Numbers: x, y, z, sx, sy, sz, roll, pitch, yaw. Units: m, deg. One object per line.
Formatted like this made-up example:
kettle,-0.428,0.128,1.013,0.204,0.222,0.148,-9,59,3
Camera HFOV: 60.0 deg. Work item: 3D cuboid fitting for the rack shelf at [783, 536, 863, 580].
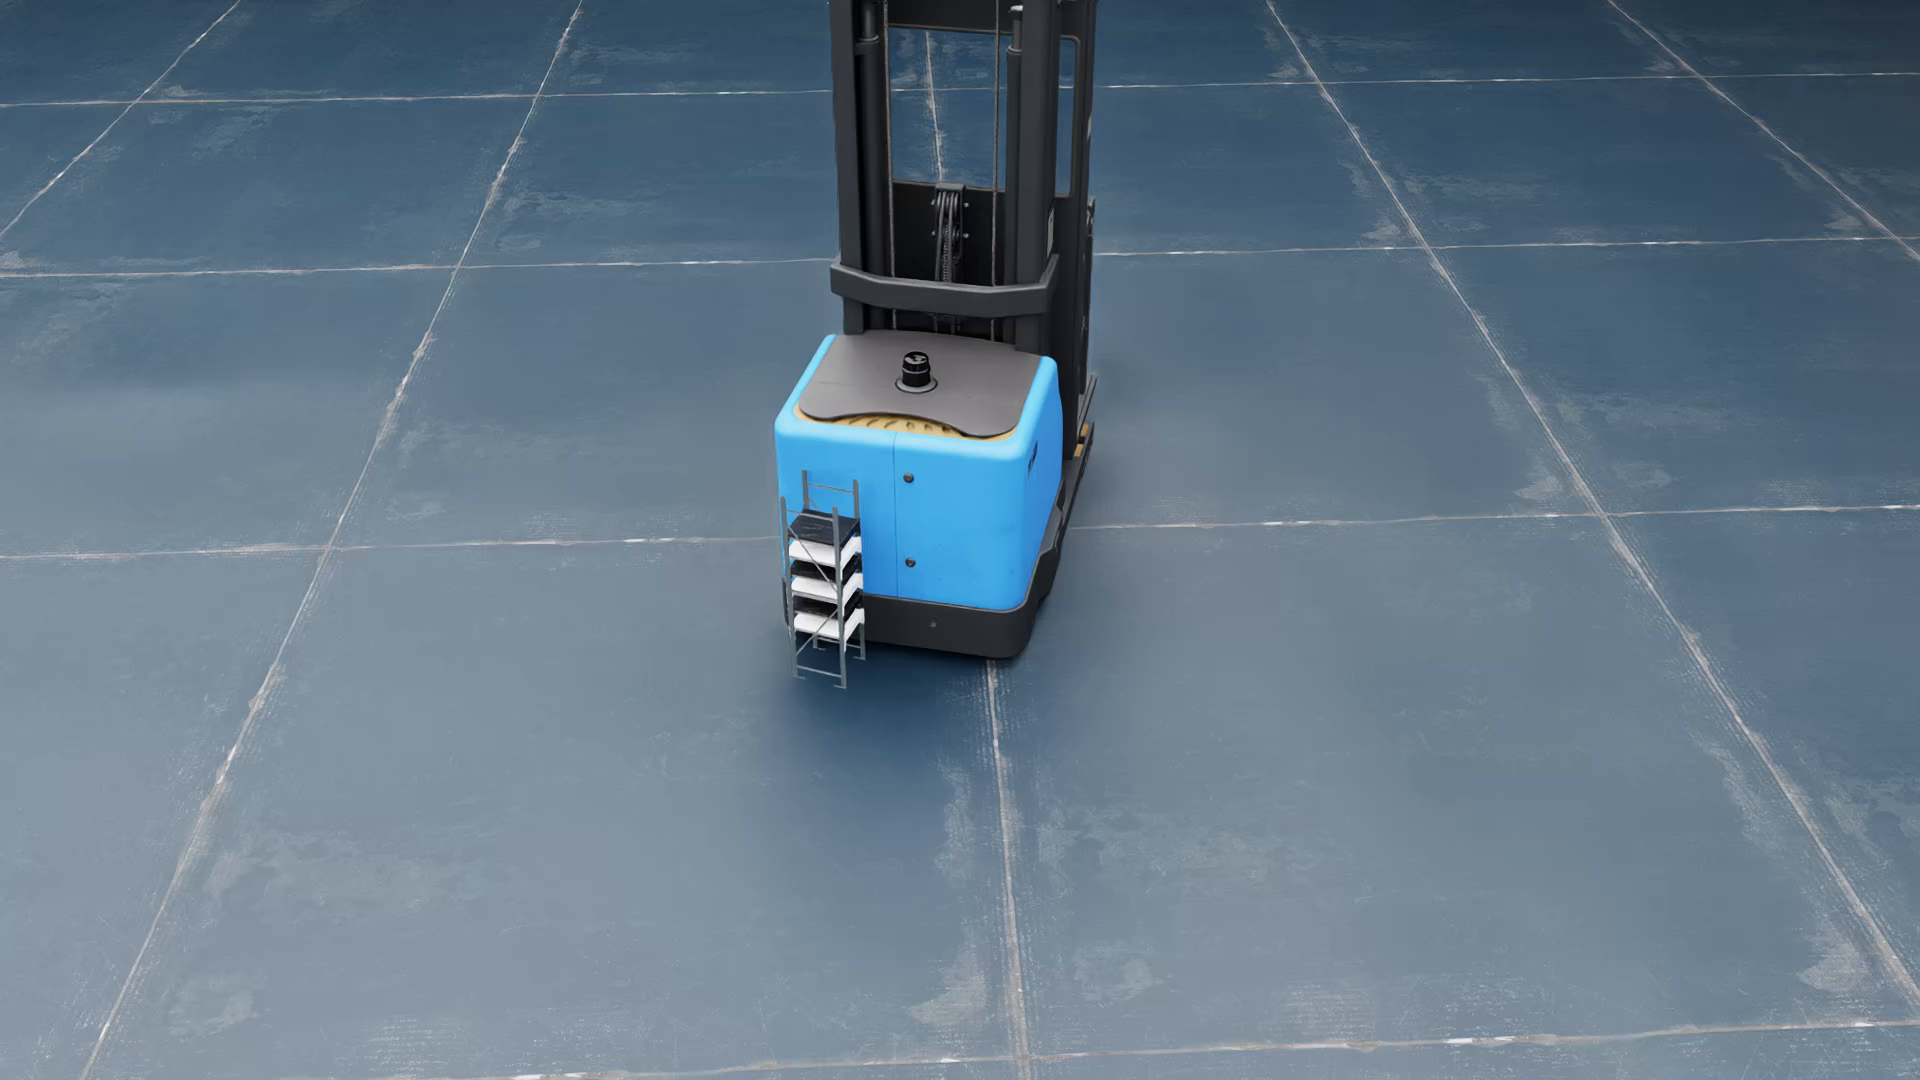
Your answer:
rack shelf,-0.546,0.048,6.632,0.258,0.077,0.200,11,36,16

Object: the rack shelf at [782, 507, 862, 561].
rack shelf,-0.546,-0.026,6.581,0.258,0.077,0.200,11,36,16

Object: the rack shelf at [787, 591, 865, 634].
rack shelf,-0.546,0.270,6.786,0.258,0.077,0.200,11,36,16

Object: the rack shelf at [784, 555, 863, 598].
rack shelf,-0.546,0.122,6.683,0.258,0.077,0.200,11,36,16

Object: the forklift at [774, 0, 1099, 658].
forklift,0.058,-1.548,7.412,1.130,2.935,3.031,7,35,10

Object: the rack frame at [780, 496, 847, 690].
rack frame,-0.581,0.223,6.637,0.240,0.900,0.006,11,36,16

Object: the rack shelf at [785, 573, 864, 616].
rack shelf,-0.546,0.196,6.734,0.258,0.077,0.200,11,36,16

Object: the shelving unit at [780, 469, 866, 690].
shelving unit,-0.546,0.169,6.715,0.258,0.900,0.210,11,36,16

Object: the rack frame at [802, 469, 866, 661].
rack frame,-0.512,0.114,6.794,0.240,0.900,0.006,11,36,16

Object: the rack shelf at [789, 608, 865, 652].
rack shelf,-0.546,0.344,6.837,0.258,0.077,0.200,11,36,16
